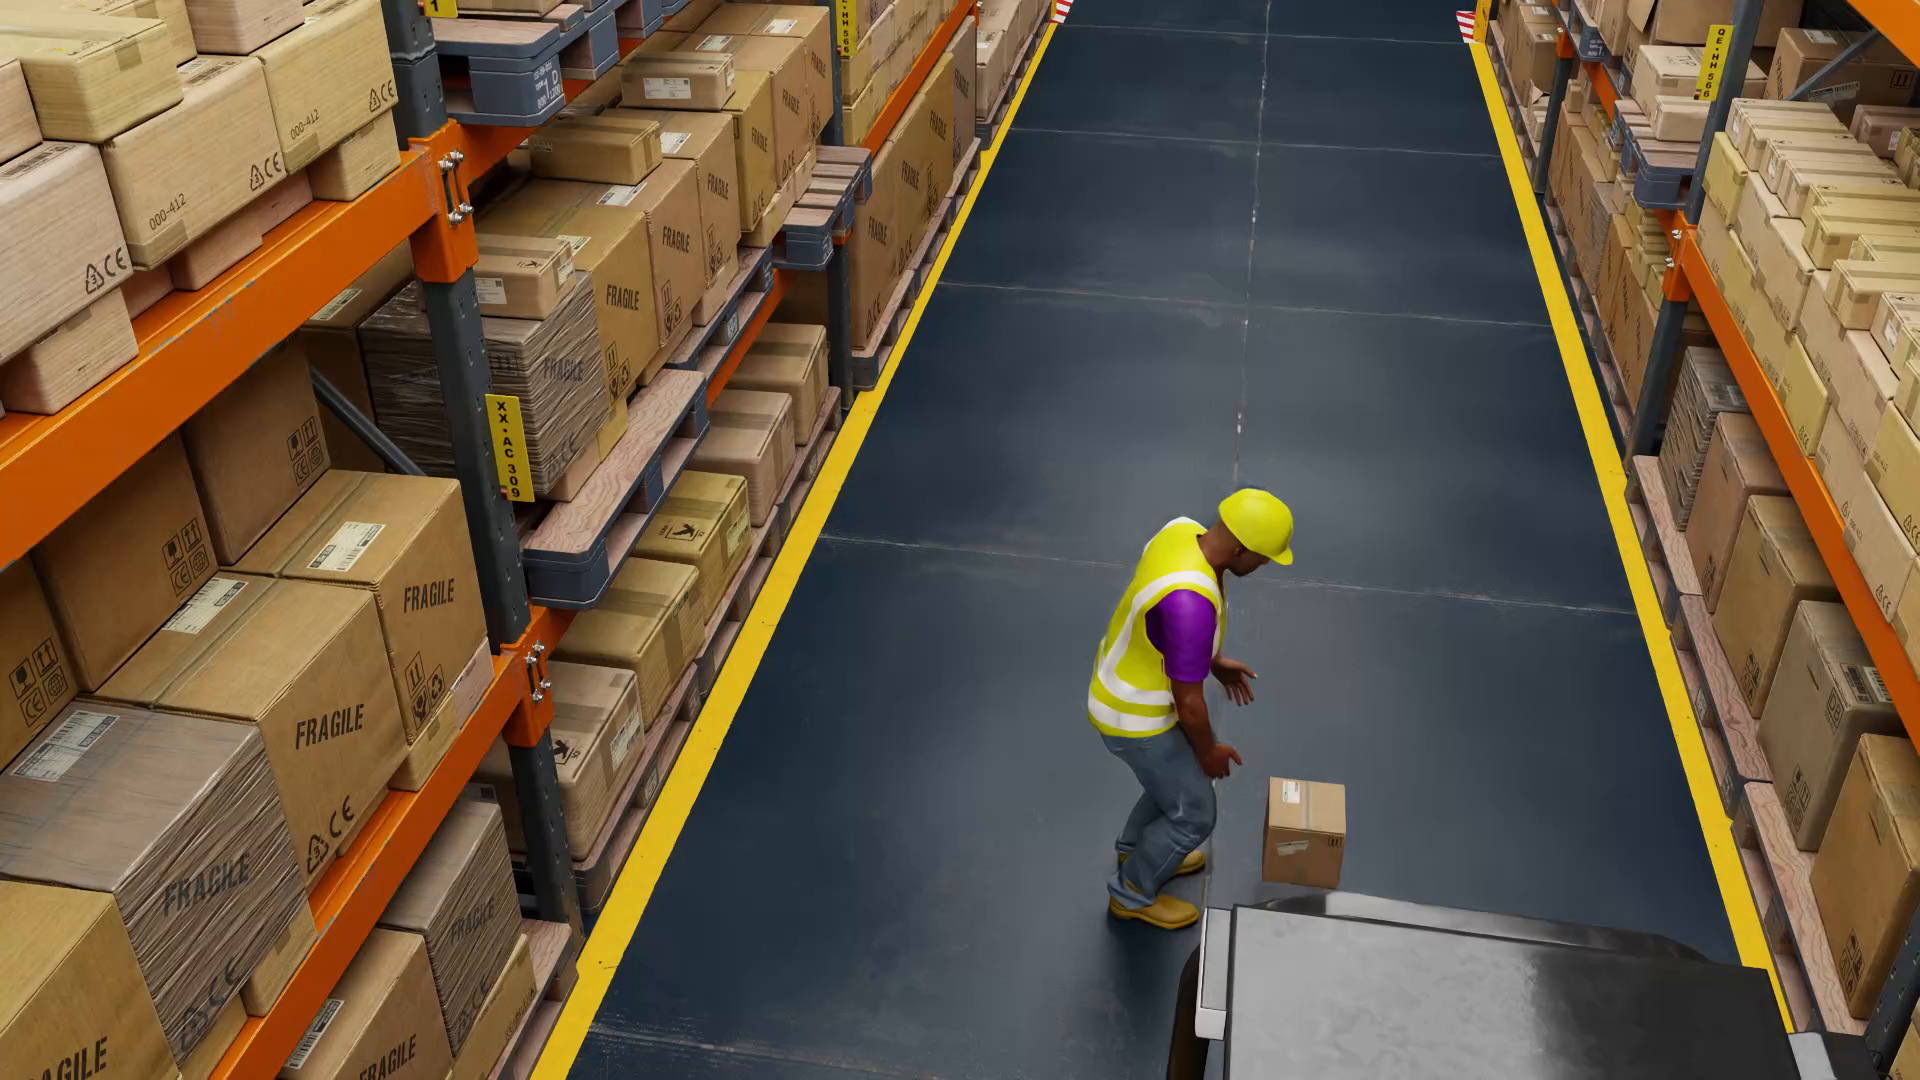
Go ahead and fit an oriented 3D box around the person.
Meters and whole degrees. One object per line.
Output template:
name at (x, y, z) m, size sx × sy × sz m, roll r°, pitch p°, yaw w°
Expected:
person at (0.722, 0.522, 5.432) m, size 0.599 × 1.613 × 0.616 m, roll 6°, pitch 33°, yaw 9°
